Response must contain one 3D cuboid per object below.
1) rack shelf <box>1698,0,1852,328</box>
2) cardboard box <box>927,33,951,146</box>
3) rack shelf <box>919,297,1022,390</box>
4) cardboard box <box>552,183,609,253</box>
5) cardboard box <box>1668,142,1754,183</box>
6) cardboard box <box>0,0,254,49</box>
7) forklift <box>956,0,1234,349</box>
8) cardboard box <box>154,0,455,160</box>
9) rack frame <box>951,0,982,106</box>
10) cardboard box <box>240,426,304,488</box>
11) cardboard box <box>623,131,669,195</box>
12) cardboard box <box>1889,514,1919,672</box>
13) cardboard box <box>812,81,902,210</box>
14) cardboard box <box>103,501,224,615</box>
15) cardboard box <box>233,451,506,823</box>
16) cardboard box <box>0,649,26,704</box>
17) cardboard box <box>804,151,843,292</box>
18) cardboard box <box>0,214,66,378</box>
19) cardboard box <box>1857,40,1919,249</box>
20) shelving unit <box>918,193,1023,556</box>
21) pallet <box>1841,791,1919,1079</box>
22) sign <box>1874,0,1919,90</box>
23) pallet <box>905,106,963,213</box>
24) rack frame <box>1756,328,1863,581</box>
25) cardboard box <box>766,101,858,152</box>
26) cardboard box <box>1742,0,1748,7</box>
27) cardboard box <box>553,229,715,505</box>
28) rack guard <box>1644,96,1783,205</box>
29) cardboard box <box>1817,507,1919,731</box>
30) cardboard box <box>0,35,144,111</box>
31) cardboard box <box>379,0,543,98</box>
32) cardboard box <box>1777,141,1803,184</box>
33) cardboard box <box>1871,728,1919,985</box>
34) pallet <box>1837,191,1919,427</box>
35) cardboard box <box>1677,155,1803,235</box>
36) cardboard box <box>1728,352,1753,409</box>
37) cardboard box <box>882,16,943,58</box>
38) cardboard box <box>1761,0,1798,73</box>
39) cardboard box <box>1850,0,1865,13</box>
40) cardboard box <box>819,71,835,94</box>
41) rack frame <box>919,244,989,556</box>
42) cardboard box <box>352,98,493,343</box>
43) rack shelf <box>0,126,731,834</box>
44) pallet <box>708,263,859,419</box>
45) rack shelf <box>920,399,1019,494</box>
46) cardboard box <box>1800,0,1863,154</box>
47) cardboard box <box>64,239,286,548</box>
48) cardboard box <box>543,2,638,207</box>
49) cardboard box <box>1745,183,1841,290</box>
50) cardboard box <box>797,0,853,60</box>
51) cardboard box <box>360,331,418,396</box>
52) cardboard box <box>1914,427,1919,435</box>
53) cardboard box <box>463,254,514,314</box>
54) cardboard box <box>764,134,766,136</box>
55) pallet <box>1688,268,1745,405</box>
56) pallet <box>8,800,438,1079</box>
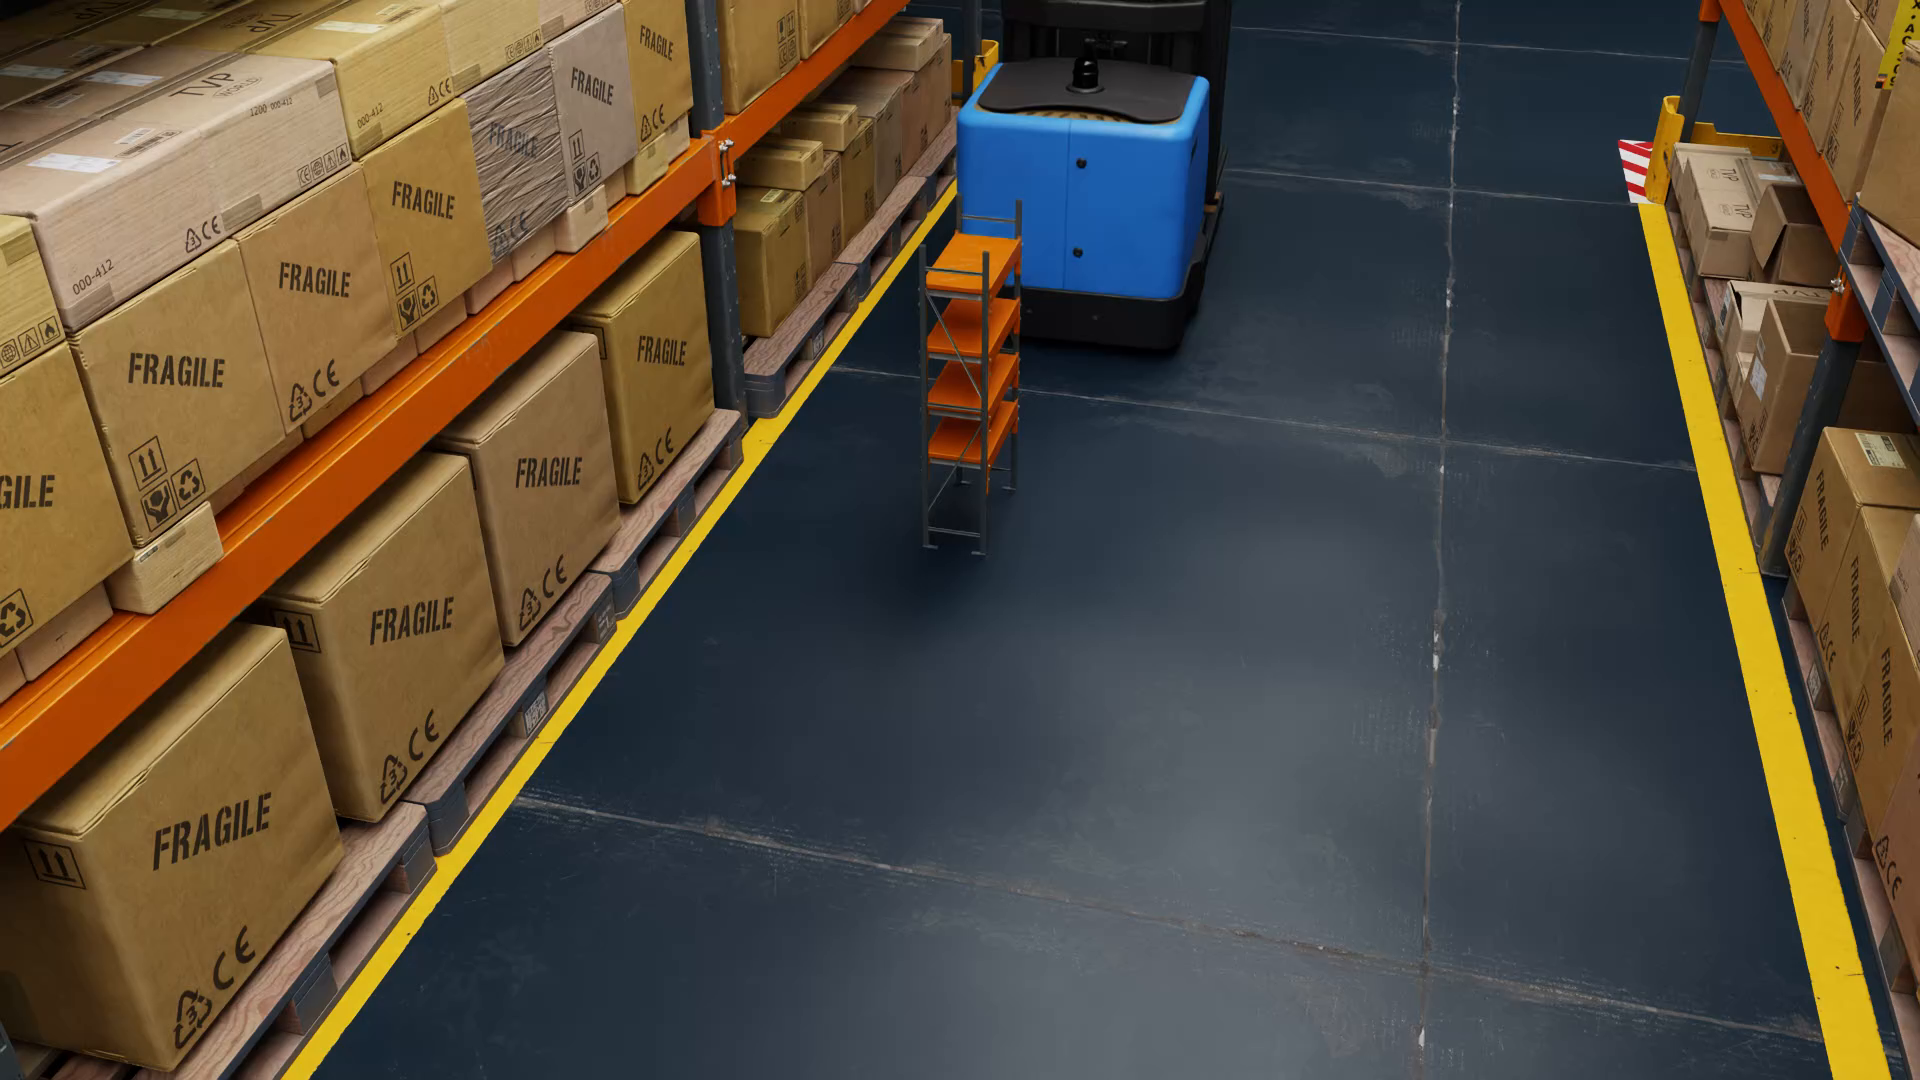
[{"bbox_3d":[3.916,-1.830,7.004,1.077,0.370,4.000,8,33,12],"label":"rack shelf"},{"bbox_3d":[-0.450,-2.590,9.466,0.700,0.500,0.500,8,33,12],"label":"cardboard box"},{"bbox_3d":[0.042,-0.724,5.979,0.258,0.148,0.480,8,33,12],"label":"rack shelf"},{"bbox_3d":[-1.357,-1.049,5.320,0.380,0.149,0.250,8,33,12],"label":"cardboard box"},{"bbox_3d":[3.985,-1.984,8.822,0.380,0.149,0.250,8,33,12],"label":"cardboard box"},{"bbox_3d":[-2.138,-1.255,4.339,0.500,0.250,0.500,7,33,11],"label":"cardboard box"},{"bbox_3d":[0.804,-2.875,8.040,1.130,2.935,3.031,7,33,11],"label":"forklift"},{"bbox_3d":[-1.653,-1.191,4.239,0.500,0.250,0.500,7,33,11],"label":"cardboard box"},{"bbox_3d":[-0.369,-3.844,9.501,1.000,3.000,0.127,8,33,12],"label":"rack frame"},{"bbox_3d":[-1.868,-0.274,4.100,0.380,0.149,0.250,9,33,13],"label":"cardboard box"},{"bbox_3d":[-1.237,-1.323,5.750,0.380,0.149,0.250,9,33,13],"label":"cardboard box"},{"bbox_3d":[2.796,0.193,4.371,0.500,0.250,0.500,8,33,12],"label":"cardboard box"},{"bbox_3d":[-0.704,-2.069,8.647,0.700,0.500,0.500,7,33,11],"label":"cardboard box"},{"bbox_3d":[-1.870,0.009,3.655,0.380,0.149,0.250,9,34,14],"label":"cardboard box"},{"bbox_3d":[-1.857,0.220,4.721,0.750,0.750,0.750,8,33,12],"label":"cardboard box"},{"bbox_3d":[-2.092,0.265,3.252,0.380,0.149,0.250,8,33,12],"label":"cardboard box"},{"bbox_3d":[-0.965,-1.525,7.792,0.700,0.500,0.500,8,33,12],"label":"cardboard box"},{"bbox_3d":[-2.027,-0.401,2.997,0.500,0.250,0.500,9,33,14],"label":"cardboard box"},{"bbox_3d":[3.072,-1.100,4.700,0.700,0.500,0.500,-3,33,-4],"label":"cardboard box"},{"bbox_3d":[0.042,-0.592,6.063,0.258,1.200,0.503,8,33,12],"label":"shelving unit"},{"bbox_3d":[2.931,1.143,4.255,1.003,0.211,1.213,8,33,12],"label":"pallet"},{"bbox_3d":[2.881,-1.531,5.056,0.100,0.325,0.005,8,33,12],"label":"sign"},{"bbox_3d":[-0.496,-2.242,9.580,1.003,0.211,1.213,8,33,12],"label":"pallet"},{"bbox_3d":[3.408,-1.096,5.178,1.000,3.000,0.127,8,33,12],"label":"rack frame"},{"bbox_3d":[-0.700,-1.963,7.875,0.380,0.149,0.250,7,33,11],"label":"cardboard box"},{"bbox_3d":[3.930,-2.751,7.688,0.500,0.500,0.500,8,33,12],"label":"cardboard box"},{"bbox_3d":[-1.424,-0.684,6.142,0.750,0.750,0.750,8,33,13],"label":"cardboard box"},{"bbox_3d":[4.404,-2.077,9.052,1.175,0.500,0.348,8,33,12],"label":"rack guard"},{"bbox_3d":[2.925,0.269,4.950,0.500,0.500,0.500,8,33,13],"label":"cardboard box"},{"bbox_3d":[-2.267,-0.990,3.924,0.500,0.250,0.500,7,33,11],"label":"cardboard box"},{"bbox_3d":[-1.524,-1.455,4.655,0.500,0.250,0.500,9,33,13],"label":"cardboard box"},{"bbox_3d":[4.524,-1.987,8.499,0.500,0.500,0.500,8,33,12],"label":"cardboard box"},{"bbox_3d":[2.662,0.790,4.131,0.500,0.500,0.500,7,33,11],"label":"cardboard box"},{"bbox_3d":[3.100,-0.615,4.601,1.003,0.211,1.213,8,33,12],"label":"pallet"},{"bbox_3d":[3.884,-1.694,8.272,0.500,0.250,0.500,8,33,12],"label":"cardboard box"},{"bbox_3d":[3.315,-0.616,6.670,0.380,0.149,0.250,8,33,12],"label":"cardboard box"},{"bbox_3d":[-0.306,-2.772,9.148,0.380,0.149,0.250,8,33,12],"label":"cardboard box"},{"bbox_3d":[3.671,-2.232,6.872,0.500,0.500,0.500,8,33,13],"label":"cardboard box"},{"bbox_3d":[3.413,-2.124,5.770,0.500,0.500,0.500,7,33,11],"label":"cardboard box"},{"bbox_3d":[-0.867,-2.431,8.611,0.380,0.149,0.250,8,33,13],"label":"cardboard box"},{"bbox_3d":[-0.020,-0.466,5.864,0.240,1.200,0.015,8,33,12],"label":"rack frame"},{"bbox_3d":[-1.635,-0.885,4.458,0.500,0.500,0.500,9,34,14],"label":"cardboard box"},{"bbox_3d":[-1.892,-0.427,4.796,1.077,0.370,4.000,8,33,12],"label":"rack shelf"},{"bbox_3d":[-1.116,-0.976,7.588,1.003,0.211,1.213,8,33,12],"label":"pallet"},{"bbox_3d":[0.042,-0.368,6.206,0.258,0.148,0.480,8,33,12],"label":"rack shelf"},{"bbox_3d":[3.416,-1.700,6.035,0.500,0.500,0.500,9,34,14],"label":"cardboard box"},{"bbox_3d":[-1.887,-0.357,3.626,0.500,0.500,0.500,9,34,14],"label":"cardboard box"},{"bbox_3d":[-1.378,-1.405,5.275,0.500,0.500,0.500,8,33,13],"label":"cardboard box"},{"bbox_3d":[3.880,-1.204,7.265,0.797,0.503,0.637,8,33,12],"label":"cardboard box"},{"bbox_3d":[-1.040,-2.552,7.190,0.980,0.700,0.700,7,33,11],"label":"cardboard box"},{"bbox_3d":[-1.713,-0.532,4.507,0.380,0.149,0.250,8,33,13],"label":"cardboard box"},{"bbox_3d":[3.724,-0.335,6.078,0.500,0.311,0.500,8,33,12],"label":"cardboard box"},{"bbox_3d":[-1.561,-0.804,4.934,0.380,0.149,0.250,7,33,11],"label":"cardboard box"},{"bbox_3d":[-1.126,-1.901,7.778,0.380,0.149,0.250,7,33,11],"label":"cardboard box"},{"bbox_3d":[3.891,-0.911,7.486,1.003,0.211,1.213,8,33,12],"label":"pallet"},{"bbox_3d":[-2.126,1.085,4.346,1.003,0.211,1.213,8,33,12],"label":"pallet"}]
